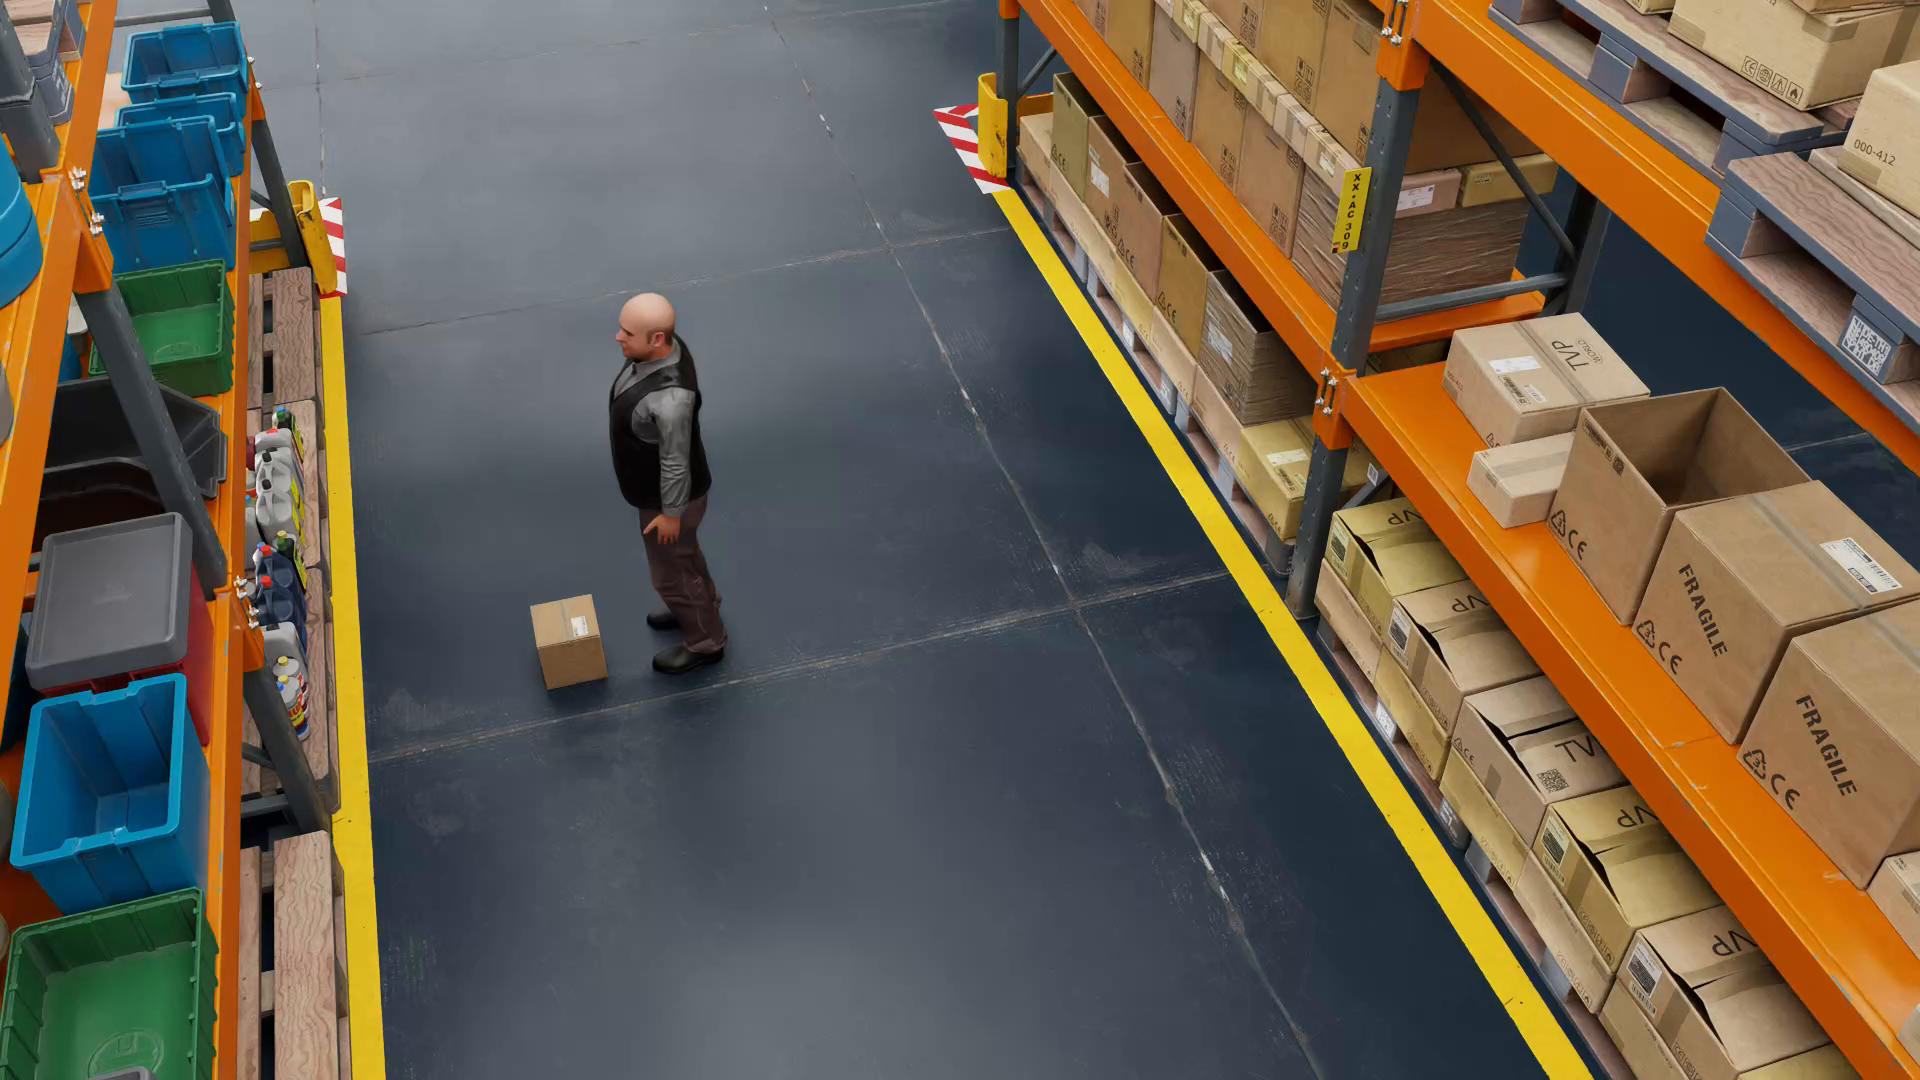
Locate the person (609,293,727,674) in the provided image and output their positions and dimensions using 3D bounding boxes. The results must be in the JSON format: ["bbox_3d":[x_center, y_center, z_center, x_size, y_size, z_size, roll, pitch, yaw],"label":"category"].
[{"bbox_3d":[-1.138,-0.209,6.416,0.358,1.716,0.531,-11,43,-12],"label":"person"}]
